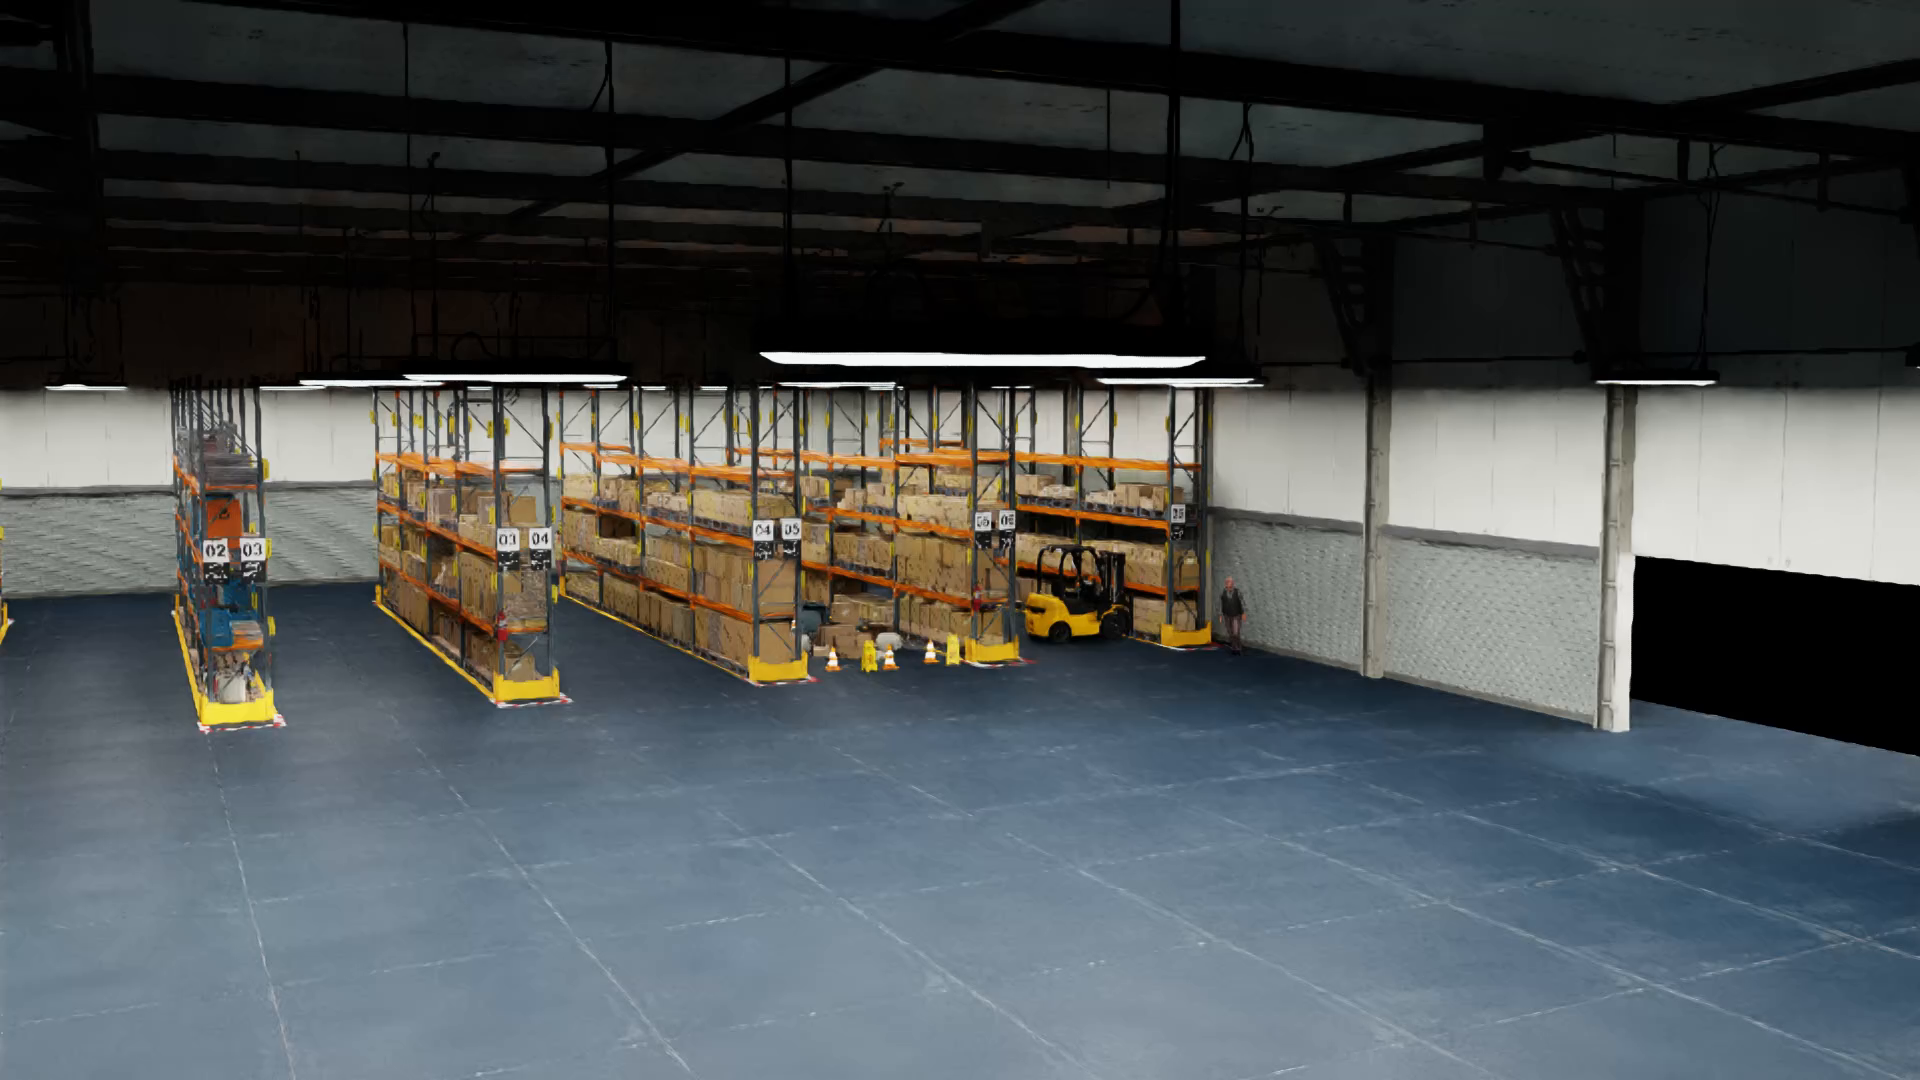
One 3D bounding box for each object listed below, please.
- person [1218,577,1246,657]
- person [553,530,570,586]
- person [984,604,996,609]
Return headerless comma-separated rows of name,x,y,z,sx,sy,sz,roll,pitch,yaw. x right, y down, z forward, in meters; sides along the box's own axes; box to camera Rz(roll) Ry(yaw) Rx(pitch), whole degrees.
person,5.927,1.649,36.071,0.647,1.705,0.503,3,6,29
person,-11.746,0.529,49.147,0.519,1.666,0.508,1,5,11
person,0.655,1.405,39.252,0.470,1.652,0.523,0,5,5
